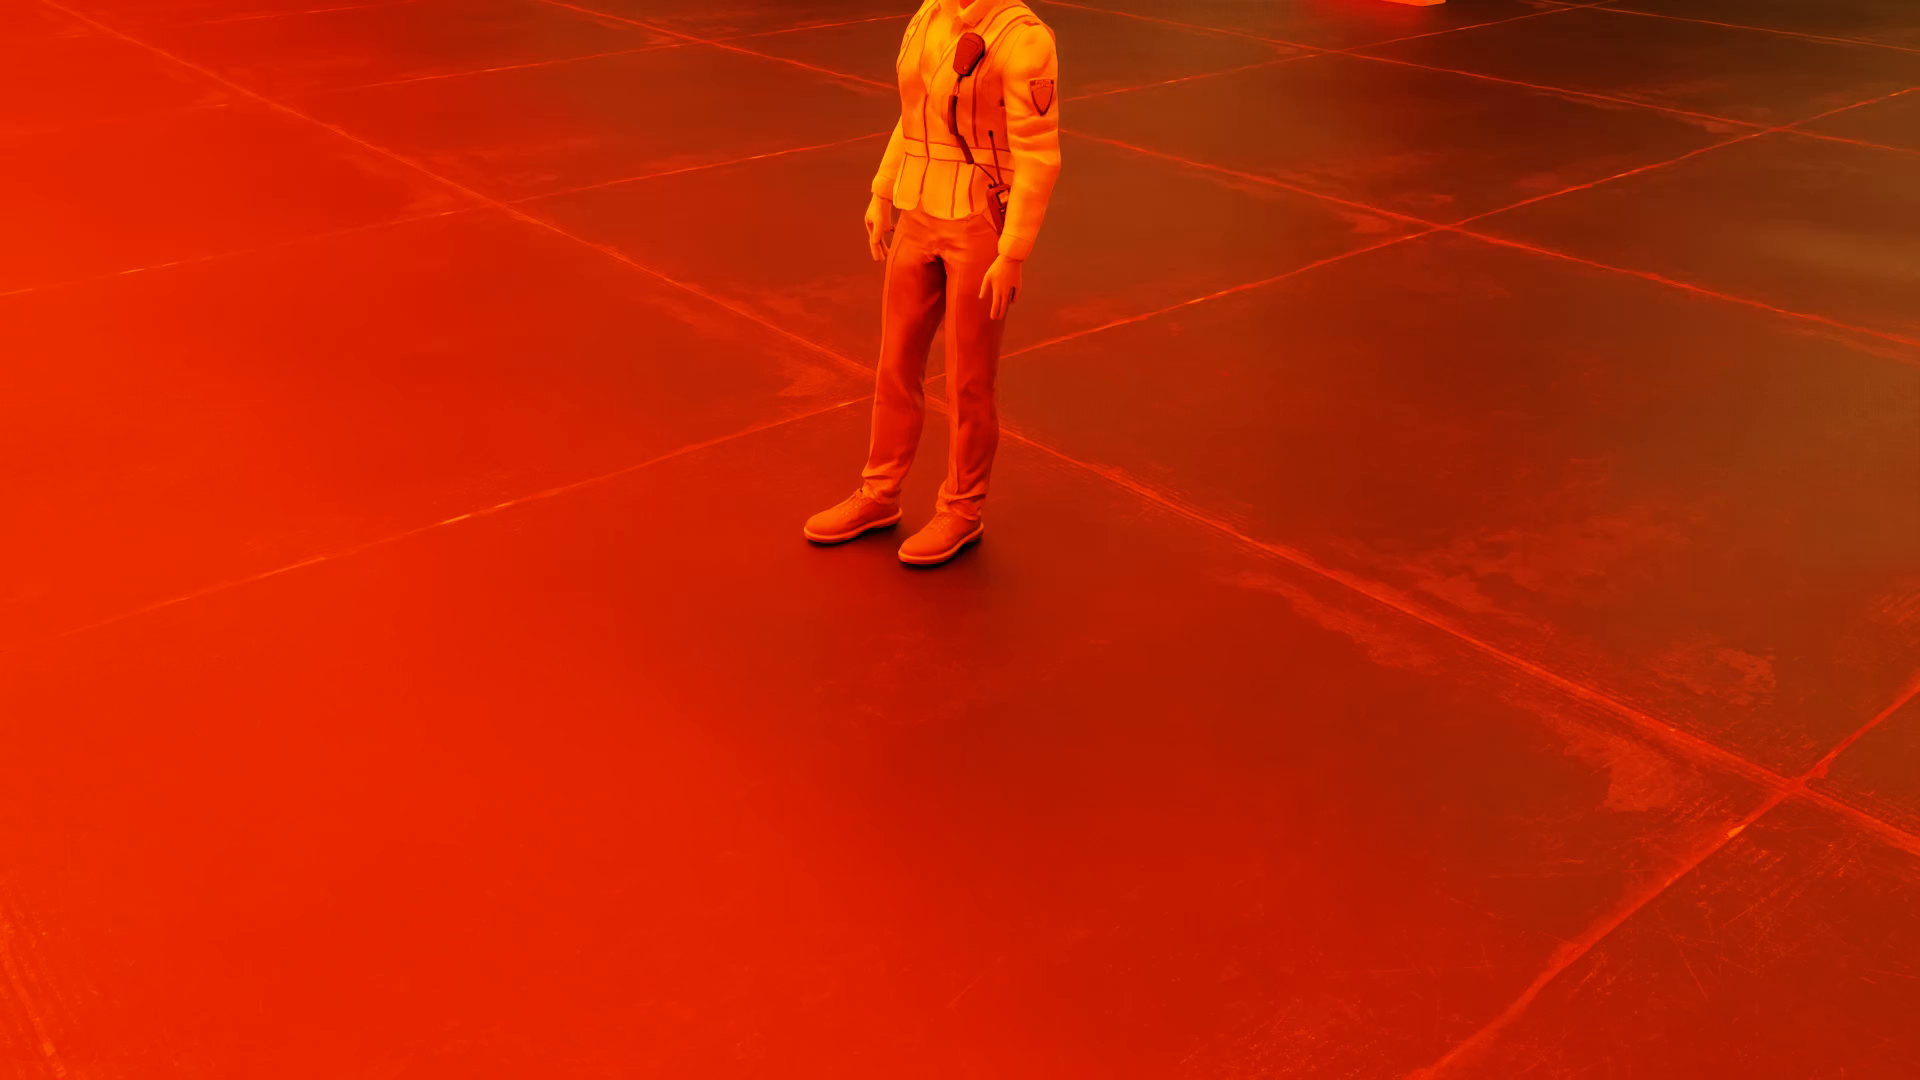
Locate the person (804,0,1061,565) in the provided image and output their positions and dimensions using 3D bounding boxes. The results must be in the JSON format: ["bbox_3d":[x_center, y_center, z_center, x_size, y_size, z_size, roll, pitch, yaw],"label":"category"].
[{"bbox_3d":[-0.057,-0.748,4.087,0.530,1.694,0.587,-20,33,-35],"label":"person"}]
